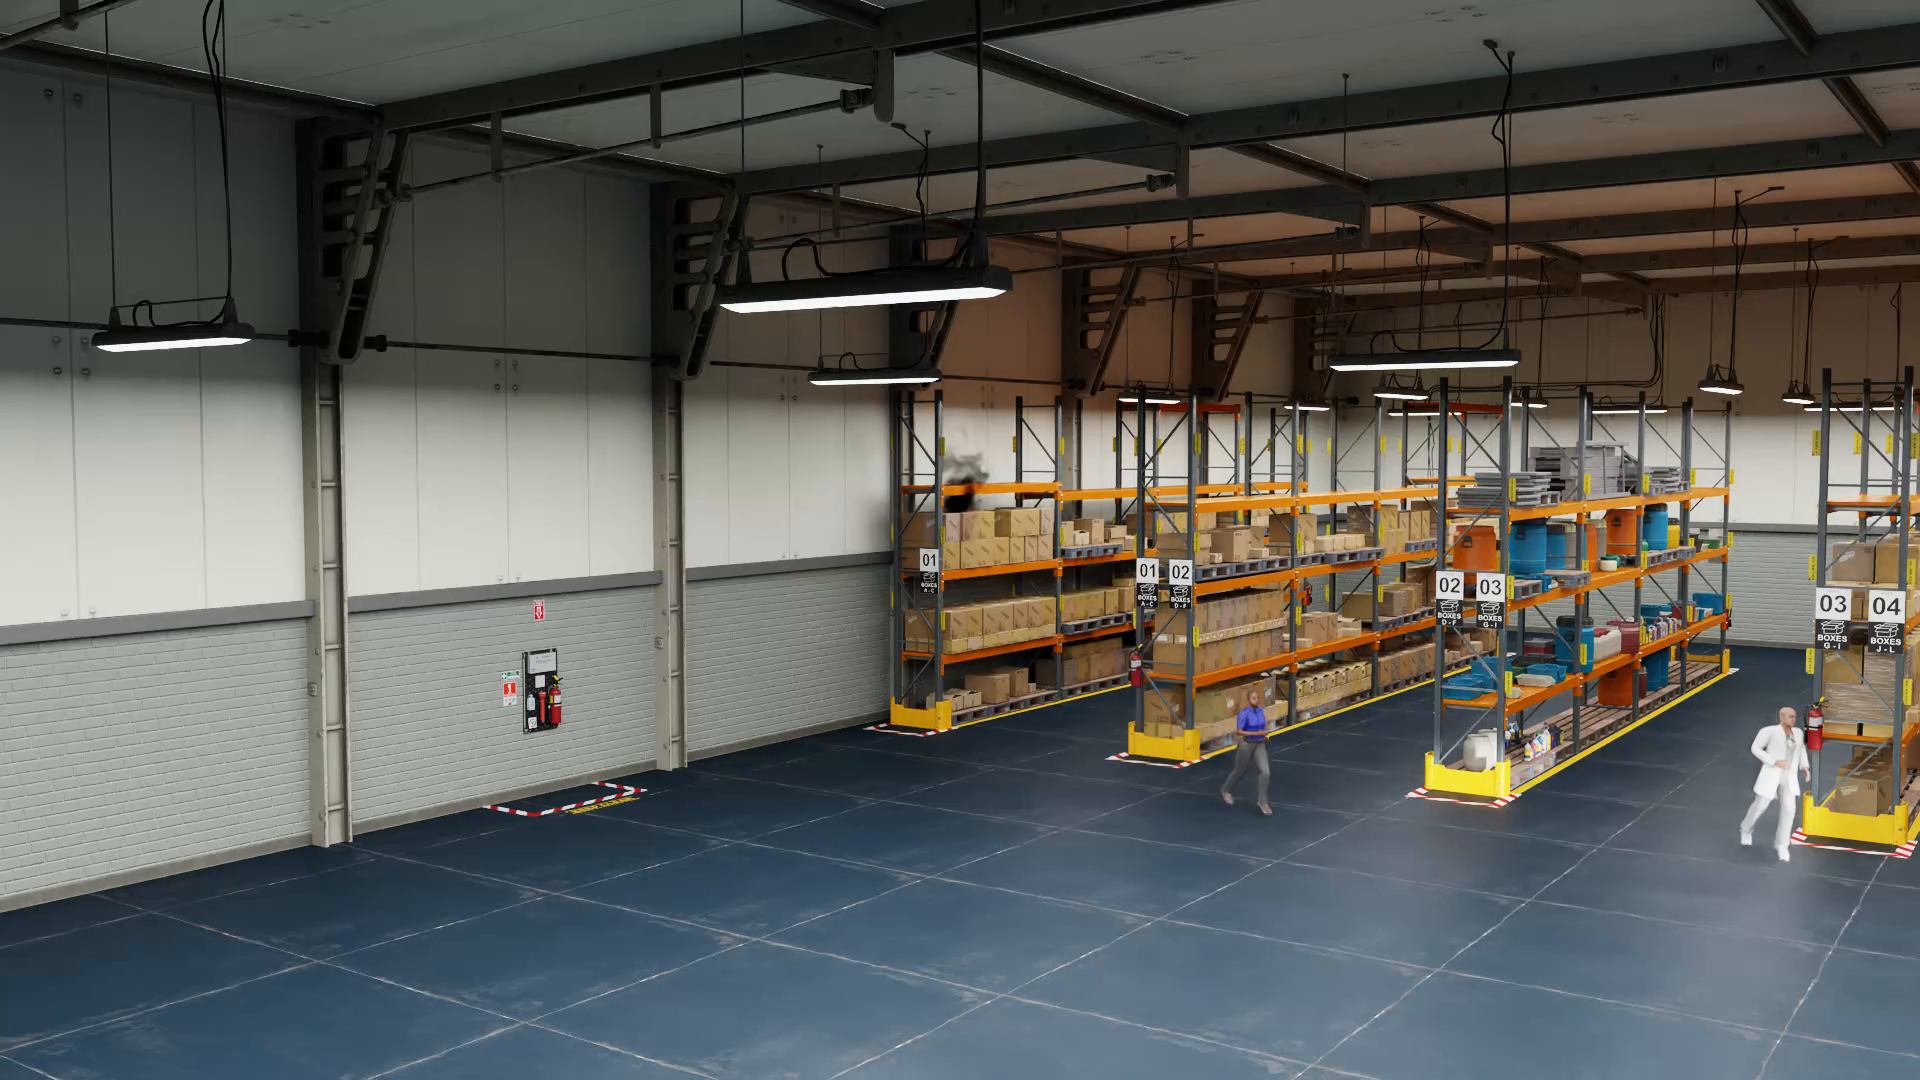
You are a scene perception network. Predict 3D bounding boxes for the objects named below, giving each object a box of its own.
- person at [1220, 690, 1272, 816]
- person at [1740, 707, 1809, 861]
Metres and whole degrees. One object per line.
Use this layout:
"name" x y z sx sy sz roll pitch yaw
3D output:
"person" 3.982 2.893 22.867 0.585 1.699 0.895 -2 4 -26
"person" 10.112 3.001 20.465 0.768 1.697 0.930 0 3 -1
